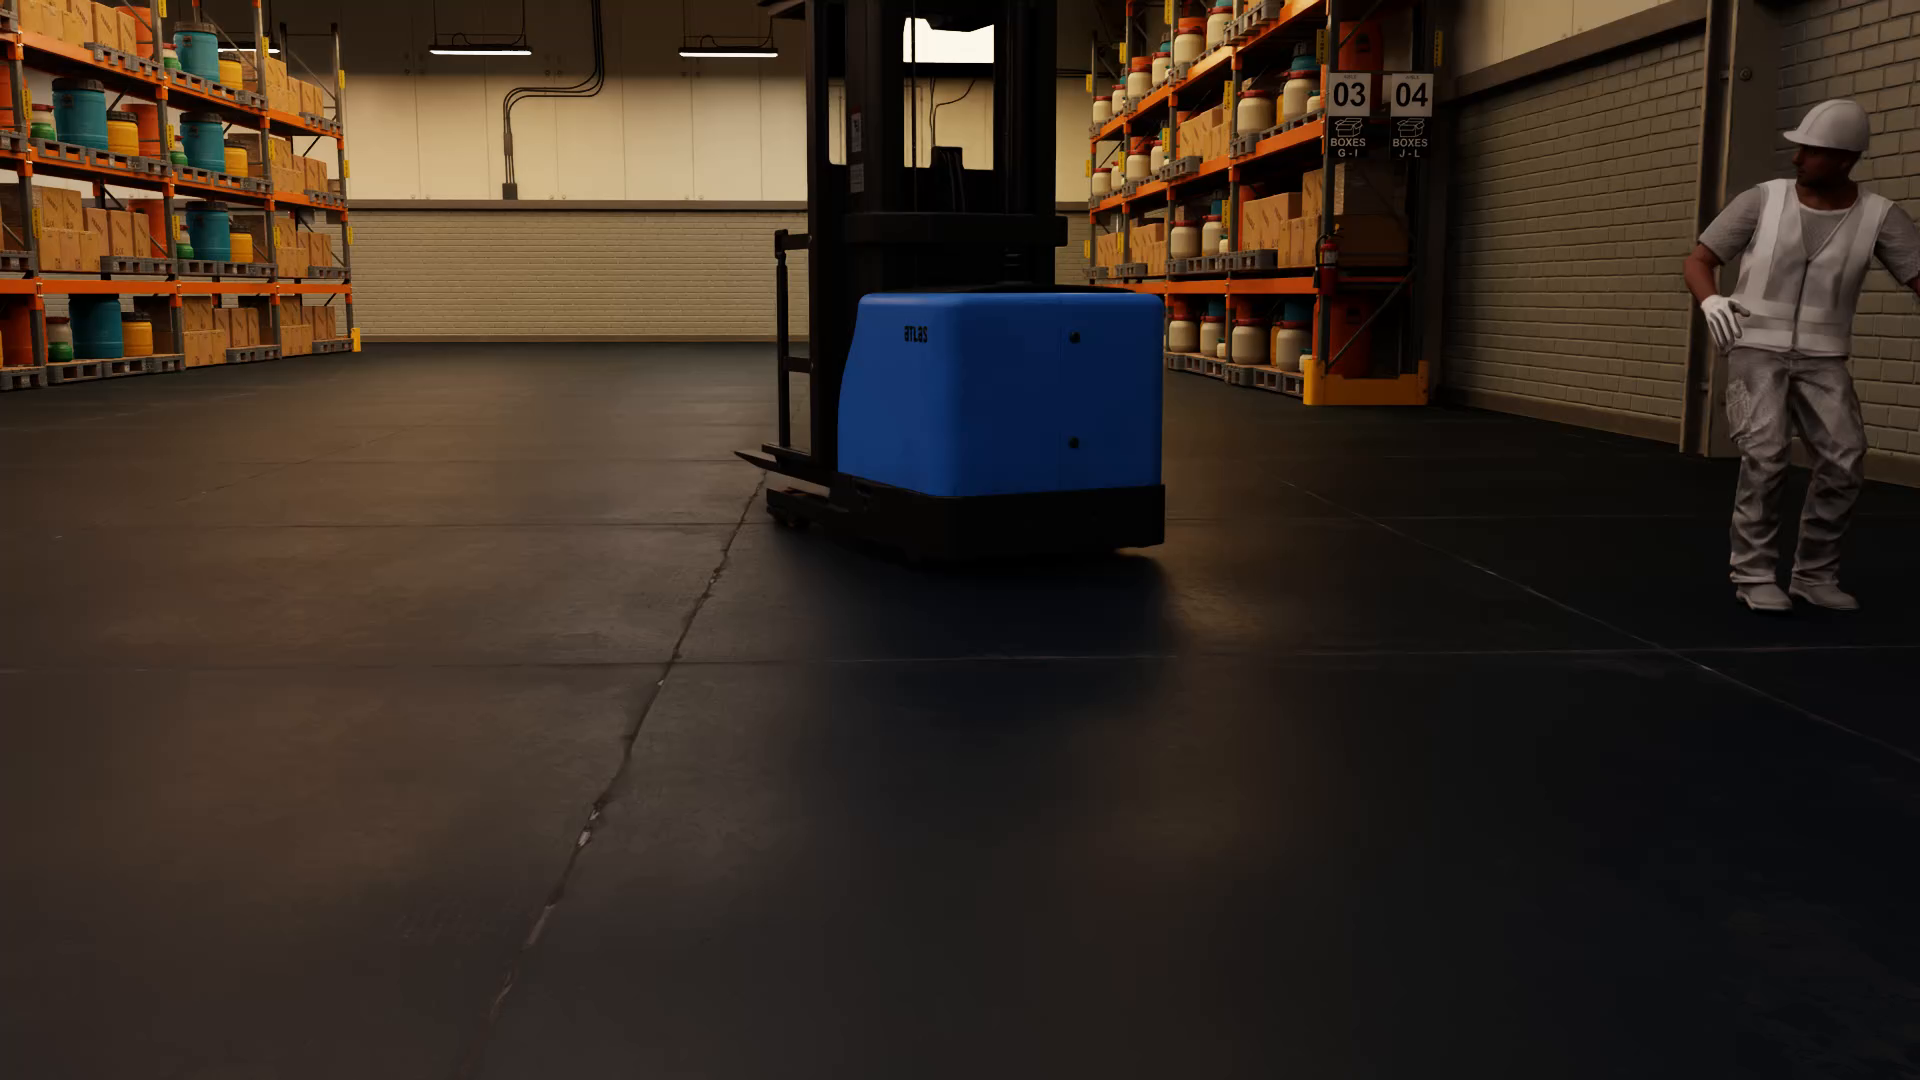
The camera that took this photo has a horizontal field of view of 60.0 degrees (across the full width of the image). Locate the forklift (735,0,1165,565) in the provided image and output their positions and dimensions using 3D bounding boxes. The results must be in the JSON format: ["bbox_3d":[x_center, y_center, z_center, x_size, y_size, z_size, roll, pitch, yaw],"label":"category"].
[{"bbox_3d":[-0.264,-1.530,7.637,1.130,2.935,3.031,-4,9,-25],"label":"forklift"}]

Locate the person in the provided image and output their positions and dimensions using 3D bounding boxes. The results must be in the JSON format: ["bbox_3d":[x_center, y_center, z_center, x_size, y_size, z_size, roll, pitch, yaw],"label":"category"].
[{"bbox_3d":[2.890,-0.604,5.644,0.808,1.723,0.592,2,9,12],"label":"person"}]
